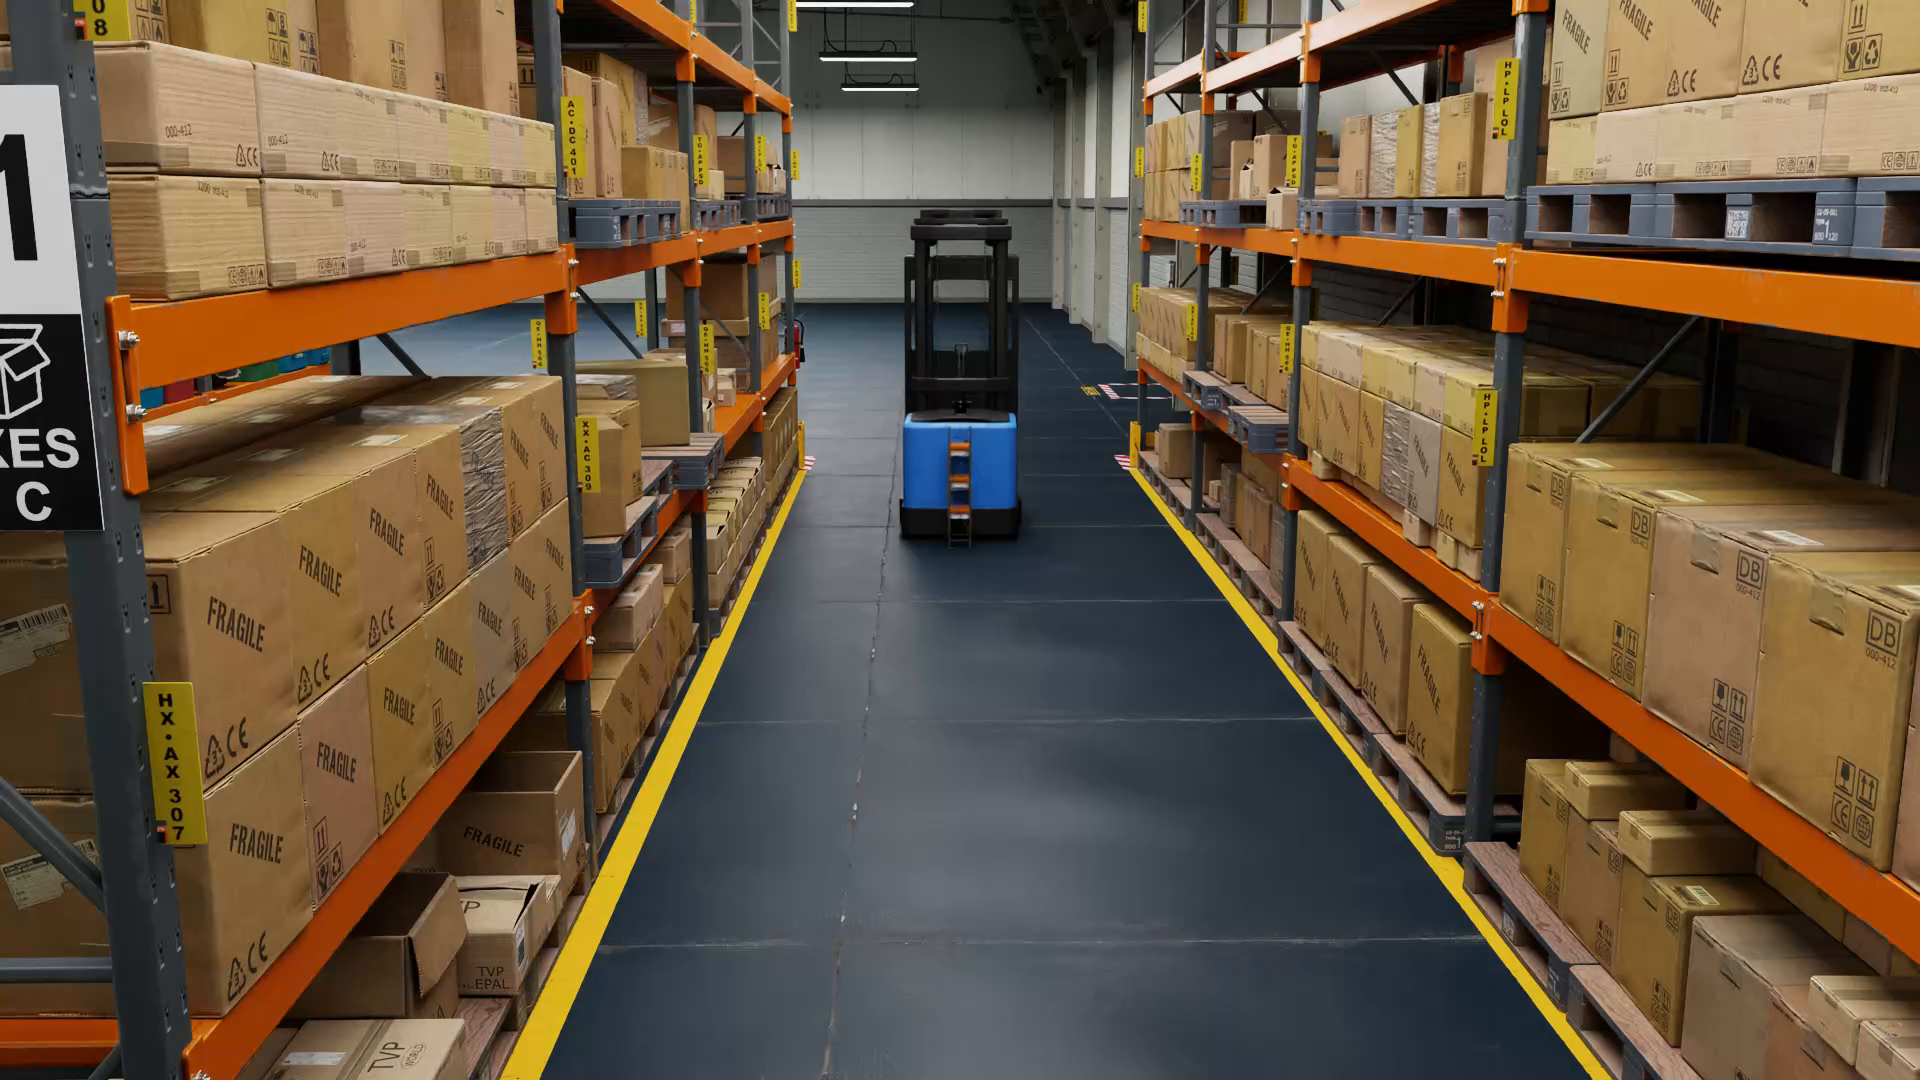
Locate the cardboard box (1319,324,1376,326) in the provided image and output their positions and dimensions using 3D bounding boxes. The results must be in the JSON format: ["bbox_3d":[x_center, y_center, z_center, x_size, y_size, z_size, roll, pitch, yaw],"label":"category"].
[{"bbox_3d":[2.691,-1.404,11.444,0.380,0.149,0.250,-2,12,-9],"label":"cardboard box"}]

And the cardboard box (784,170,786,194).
[{"bbox_3d":[-2.103,-3.765,17.497,0.500,0.250,0.500,0,11,-1],"label":"cardboard box"}]

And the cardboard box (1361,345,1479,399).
[{"bbox_3d":[2.522,-0.926,9.142,0.500,0.250,0.500,0,11,-2],"label":"cardboard box"}]

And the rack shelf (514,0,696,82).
[{"bbox_3d":[-2.183,-2.725,8.676,1.077,0.370,4.000,0,11,-1],"label":"rack shelf"}]

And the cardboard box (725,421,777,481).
[{"bbox_3d":[-2.004,-0.846,15.658,0.500,0.500,0.500,0,11,-1],"label":"cardboard box"}]

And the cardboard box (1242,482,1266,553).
[{"bbox_3d":[2.708,-0.188,13.622,0.700,0.500,0.500,0,11,-1],"label":"cardboard box"}]

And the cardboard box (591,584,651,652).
[{"bbox_3d":[-1.929,0.410,8.790,0.500,0.250,0.500,0,11,-1],"label":"cardboard box"}]

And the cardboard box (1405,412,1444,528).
[{"bbox_3d":[2.528,-0.354,8.211,0.500,0.500,0.500,0,11,-1],"label":"cardboard box"}]

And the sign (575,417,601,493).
[{"bbox_3d":[-1.600,-0.364,7.134,0.100,0.325,0.005,0,11,-1],"label":"sign"}]

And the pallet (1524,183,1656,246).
[{"bbox_3d":[2.817,-1.221,6.214,1.003,0.211,1.213,0,11,-1],"label":"pallet"}]

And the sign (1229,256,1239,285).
[{"bbox_3d":[3.118,-3.064,18.908,0.100,0.325,0.005,0,11,-1],"label":"sign"}]

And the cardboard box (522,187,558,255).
[{"bbox_3d":[-1.866,-1.237,6.447,0.500,0.250,0.500,0,11,-1],"label":"cardboard box"}]

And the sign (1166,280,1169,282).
[{"bbox_3d":[3.388,-4.278,27.179,0.001,0.109,0.331,0,11,-1],"label":"sign"}]

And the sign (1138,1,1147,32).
[{"bbox_3d":[2.020,-5.777,18.355,0.100,0.325,0.005,0,11,-1],"label":"sign"}]

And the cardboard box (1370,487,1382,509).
[{"bbox_3d":[2.546,-0.268,9.418,0.380,0.149,0.250,0,11,-1],"label":"cardboard box"}]

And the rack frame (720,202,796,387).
[{"bbox_3d":[-2.390,-2.322,18.959,1.000,3.000,0.127,0,11,-1],"label":"rack frame"}]

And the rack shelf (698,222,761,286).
[{"bbox_3d":[-2.266,-2.247,12.854,1.077,0.370,4.000,0,11,-1],"label":"rack shelf"}]

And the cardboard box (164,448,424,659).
[{"bbox_3d":[-1.829,0.027,4.615,0.500,0.500,0.500,0,11,0],"label":"cardboard box"}]

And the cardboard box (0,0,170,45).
[{"bbox_3d":[-2.086,-1.252,3.377,0.700,0.500,0.500,0,11,-1],"label":"cardboard box"}]

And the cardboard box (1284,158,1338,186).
[{"bbox_3d":[2.794,-2.541,12.186,0.797,0.503,0.637,1,12,7],"label":"cardboard box"}]

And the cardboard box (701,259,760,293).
[{"bbox_3d":[-2.344,-2.500,16.321,0.700,0.500,0.500,0,11,-1],"label":"cardboard box"}]

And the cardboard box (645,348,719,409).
[{"bbox_3d":[-2.297,-1.318,13.761,0.500,0.500,0.500,1,11,3],"label":"cardboard box"}]

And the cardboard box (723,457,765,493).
[{"bbox_3d":[-2.012,-0.580,14.825,0.500,0.311,0.500,0,11,-1],"label":"cardboard box"}]

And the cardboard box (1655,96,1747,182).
[{"bbox_3d":[2.575,-1.267,5.286,0.500,0.250,0.500,-1,11,-3],"label":"cardboard box"}]

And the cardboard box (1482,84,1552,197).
[{"bbox_3d":[2.902,-1.868,7.818,0.700,0.500,0.500,-1,12,-4],"label":"cardboard box"}]

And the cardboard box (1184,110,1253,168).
[{"bbox_3d":[2.364,-3.665,15.220,0.500,0.500,0.500,-1,12,-6],"label":"cardboard box"}]

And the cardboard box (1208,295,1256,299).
[{"bbox_3d":[2.811,-2.251,17.051,0.500,0.500,0.500,0,11,0],"label":"cardboard box"}]

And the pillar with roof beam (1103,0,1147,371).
[{"bbox_3d":[-1.110,-7.515,29.469,9.100,9.000,0.548,0,11,-1],"label":"pillar with roof beam"}]

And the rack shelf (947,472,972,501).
[{"bbox_3d":[-0.001,-0.455,14.714,0.215,0.259,0.240,0,11,1],"label":"rack shelf"}]

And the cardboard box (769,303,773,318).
[{"bbox_3d":[-2.171,-2.408,17.503,0.380,0.149,0.250,0,11,1],"label":"cardboard box"}]

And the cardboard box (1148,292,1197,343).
[{"bbox_3d":[2.276,-2.350,17.537,0.500,0.500,0.500,-1,11,-3],"label":"cardboard box"}]

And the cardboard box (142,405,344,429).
[{"bbox_3d":[-2.392,-0.176,5.615,0.500,0.500,0.500,-1,11,-3],"label":"cardboard box"}]

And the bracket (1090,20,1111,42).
[{"bbox_3d":[2.777,-9.893,32.139,0.076,0.066,4.783,0,11,-1],"label":"bracket"}]

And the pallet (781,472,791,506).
[{"bbox_3d":[-2.310,-0.561,17.296,1.003,0.211,1.213,0,11,-1],"label":"pallet"}]

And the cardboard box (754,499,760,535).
[{"bbox_3d":[-2.000,-0.203,14.375,0.500,0.250,0.500,0,11,-2],"label":"cardboard box"}]

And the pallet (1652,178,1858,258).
[{"bbox_3d":[2.839,-0.979,5.022,1.003,0.211,1.213,0,11,-1],"label":"pallet"}]

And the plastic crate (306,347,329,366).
[{"bbox_3d":[-7.025,-2.002,17.757,0.499,0.251,0.408,0,11,-1],"label":"plastic crate"}]

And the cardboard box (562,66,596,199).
[{"bbox_3d":[-2.115,-1.943,7.991,0.600,0.600,0.600,0,11,-2],"label":"cardboard box"}]

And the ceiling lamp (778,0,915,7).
[{"bbox_3d":[-1.672,-9.474,24.443,2.000,3.185,0.800,0,11,-1],"label":"ceiling lamp"}]

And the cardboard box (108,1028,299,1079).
[{"bbox_3d":[-2.307,1.695,4.971,0.500,0.250,0.500,0,11,-1],"label":"cardboard box"}]

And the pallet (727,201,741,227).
[{"bbox_3d":[-2.276,-2.728,13.897,0.805,0.209,1.217,-1,11,-3],"label":"pallet"}]

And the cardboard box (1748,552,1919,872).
[{"bbox_3d":[2.846,0.445,4.568,0.980,0.700,0.700,0,11,-2],"label":"cardboard box"}]

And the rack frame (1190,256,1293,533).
[{"bbox_3d":[2.645,-1.548,15.144,1.000,3.000,0.127,0,11,-1],"label":"rack frame"}]

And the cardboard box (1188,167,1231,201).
[{"bbox_3d":[2.387,-3.176,15.326,0.500,0.500,0.500,0,11,0],"label":"cardboard box"}]

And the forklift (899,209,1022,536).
[{"bbox_3d":[0.019,-1.714,16.137,1.130,2.935,3.031,0,11,1],"label":"forklift"}]

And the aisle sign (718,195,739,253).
[{"bbox_3d":[-2.698,-3.608,18.759,0.394,0.787,0.004,0,11,-1],"label":"aisle sign"}]

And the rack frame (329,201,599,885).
[{"bbox_3d":[-2.142,0.064,7.201,1.000,3.000,0.127,0,11,-1],"label":"rack frame"}]

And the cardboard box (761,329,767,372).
[{"bbox_3d":[-2.359,-1.970,16.975,0.700,0.500,0.500,0,11,1],"label":"cardboard box"}]

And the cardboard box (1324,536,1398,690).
[{"bbox_3d":[2.623,0.416,9.815,0.750,0.750,0.750,0,11,-1],"label":"cardboard box"}]

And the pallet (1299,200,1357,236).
[{"bbox_3d":[2.794,-2.002,10.315,1.213,0.211,1.003,0,11,1],"label":"pallet"}]

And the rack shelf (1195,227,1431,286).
[{"bbox_3d":[2.686,-2.268,12.957,1.077,0.370,4.000,0,11,-1],"label":"rack shelf"}]

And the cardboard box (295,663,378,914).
[{"bbox_3d":[-1.821,0.618,4.218,0.500,0.500,0.500,0,11,-2],"label":"cardboard box"}]

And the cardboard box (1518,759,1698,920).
[{"bbox_3d":[2.723,1.211,6.777,0.700,0.500,0.500,0,11,0],"label":"cardboard box"}]

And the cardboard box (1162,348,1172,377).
[{"bbox_3d":[2.304,-1.776,16.596,0.500,0.250,0.500,0,11,-1],"label":"cardboard box"}]

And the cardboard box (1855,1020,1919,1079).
[{"bbox_3d":[2.594,1.375,4.334,0.380,0.149,0.250,0,11,-2],"label":"cardboard box"}]

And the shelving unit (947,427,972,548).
[{"bbox_3d":[-0.001,-0.465,14.712,0.215,1.050,0.252,0,11,1],"label":"shelving unit"}]

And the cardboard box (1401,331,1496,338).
[{"bbox_3d":[3.004,-1.133,10.162,0.500,0.250,0.500,-1,11,-3],"label":"cardboard box"}]

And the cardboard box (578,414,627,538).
[{"bbox_3d":[-1.928,-0.286,7.618,0.700,0.500,0.500,-4,12,-20],"label":"cardboard box"}]
